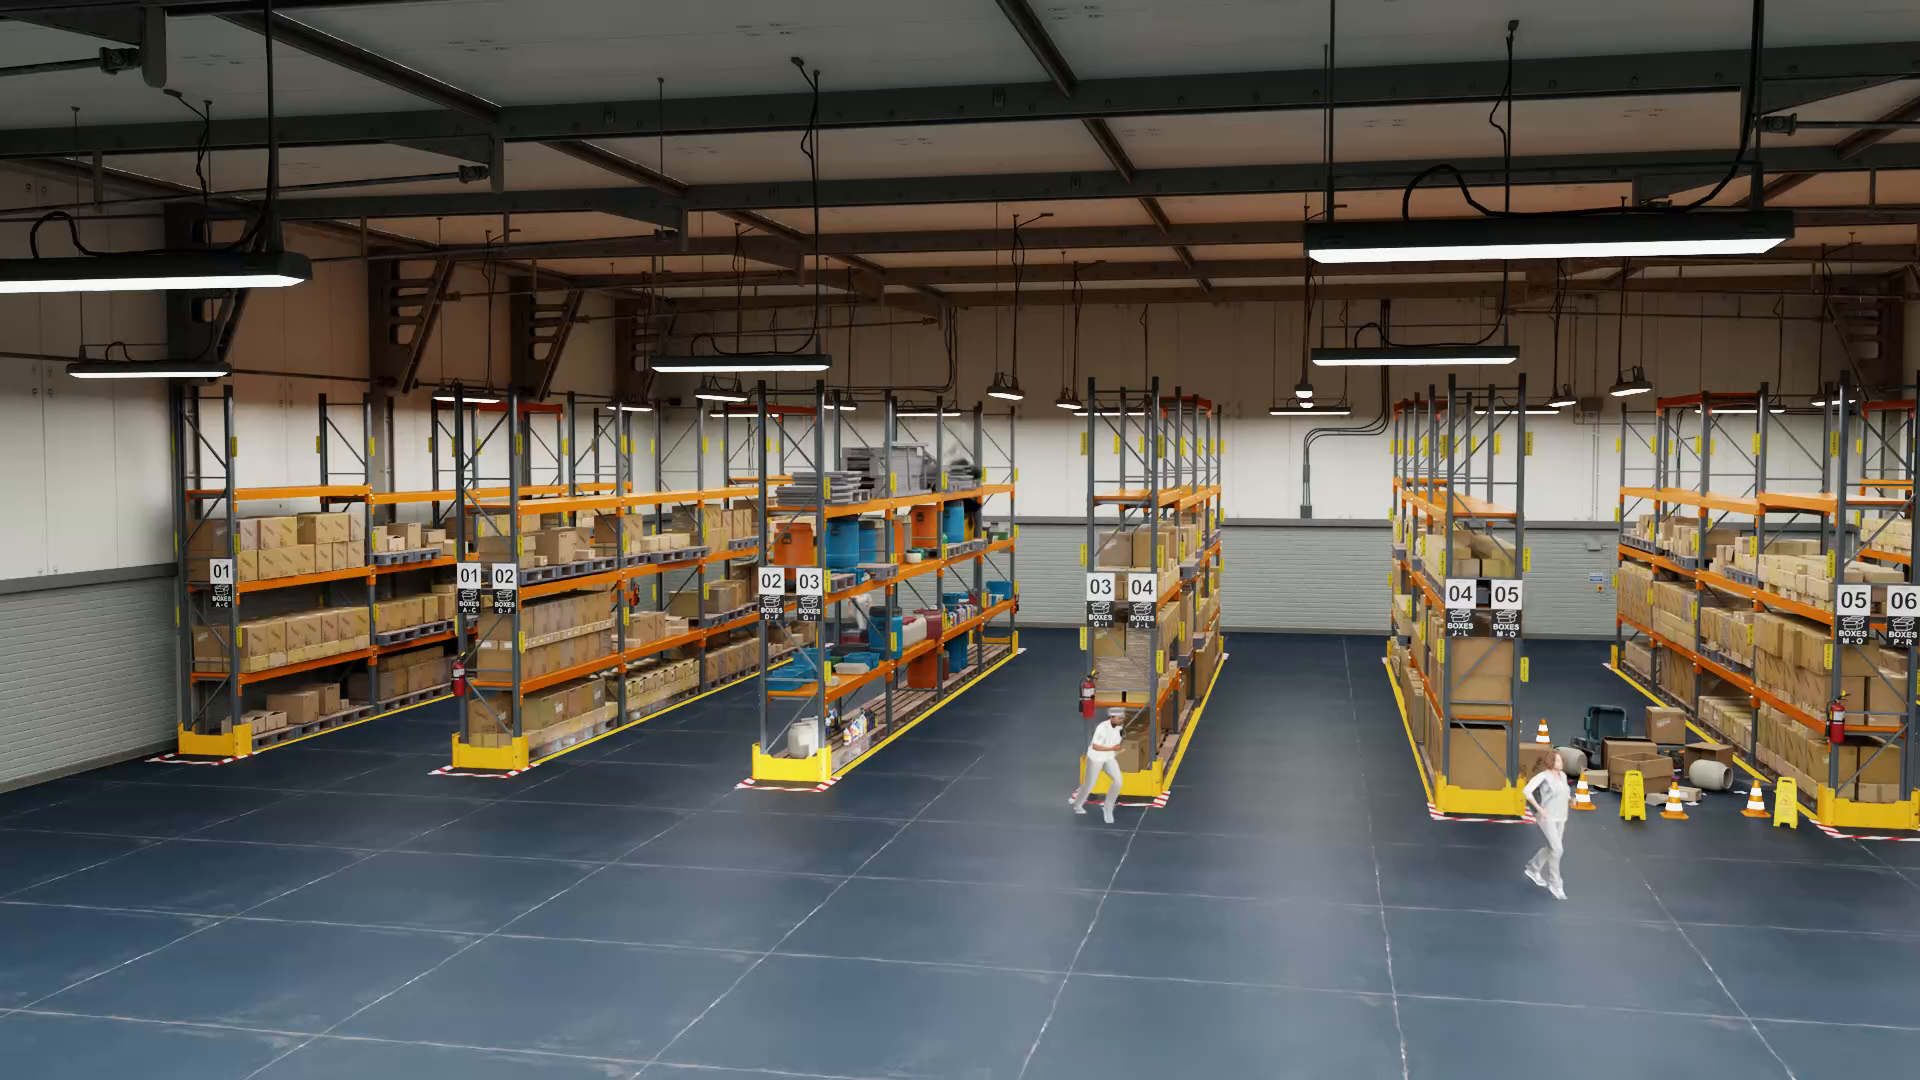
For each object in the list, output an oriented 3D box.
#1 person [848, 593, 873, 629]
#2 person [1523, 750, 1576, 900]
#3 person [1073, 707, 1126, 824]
[{"bbox_3d":[-2.444,1.886,40.969,0.593,1.671,0.775,-1,3,-22],"label":"person"},{"bbox_3d":[6.605,3.178,18.637,0.544,1.638,0.648,-2,4,-33],"label":"person"},{"bbox_3d":[1.903,2.991,22.287,0.613,1.611,0.953,-3,4,-38],"label":"person"}]
